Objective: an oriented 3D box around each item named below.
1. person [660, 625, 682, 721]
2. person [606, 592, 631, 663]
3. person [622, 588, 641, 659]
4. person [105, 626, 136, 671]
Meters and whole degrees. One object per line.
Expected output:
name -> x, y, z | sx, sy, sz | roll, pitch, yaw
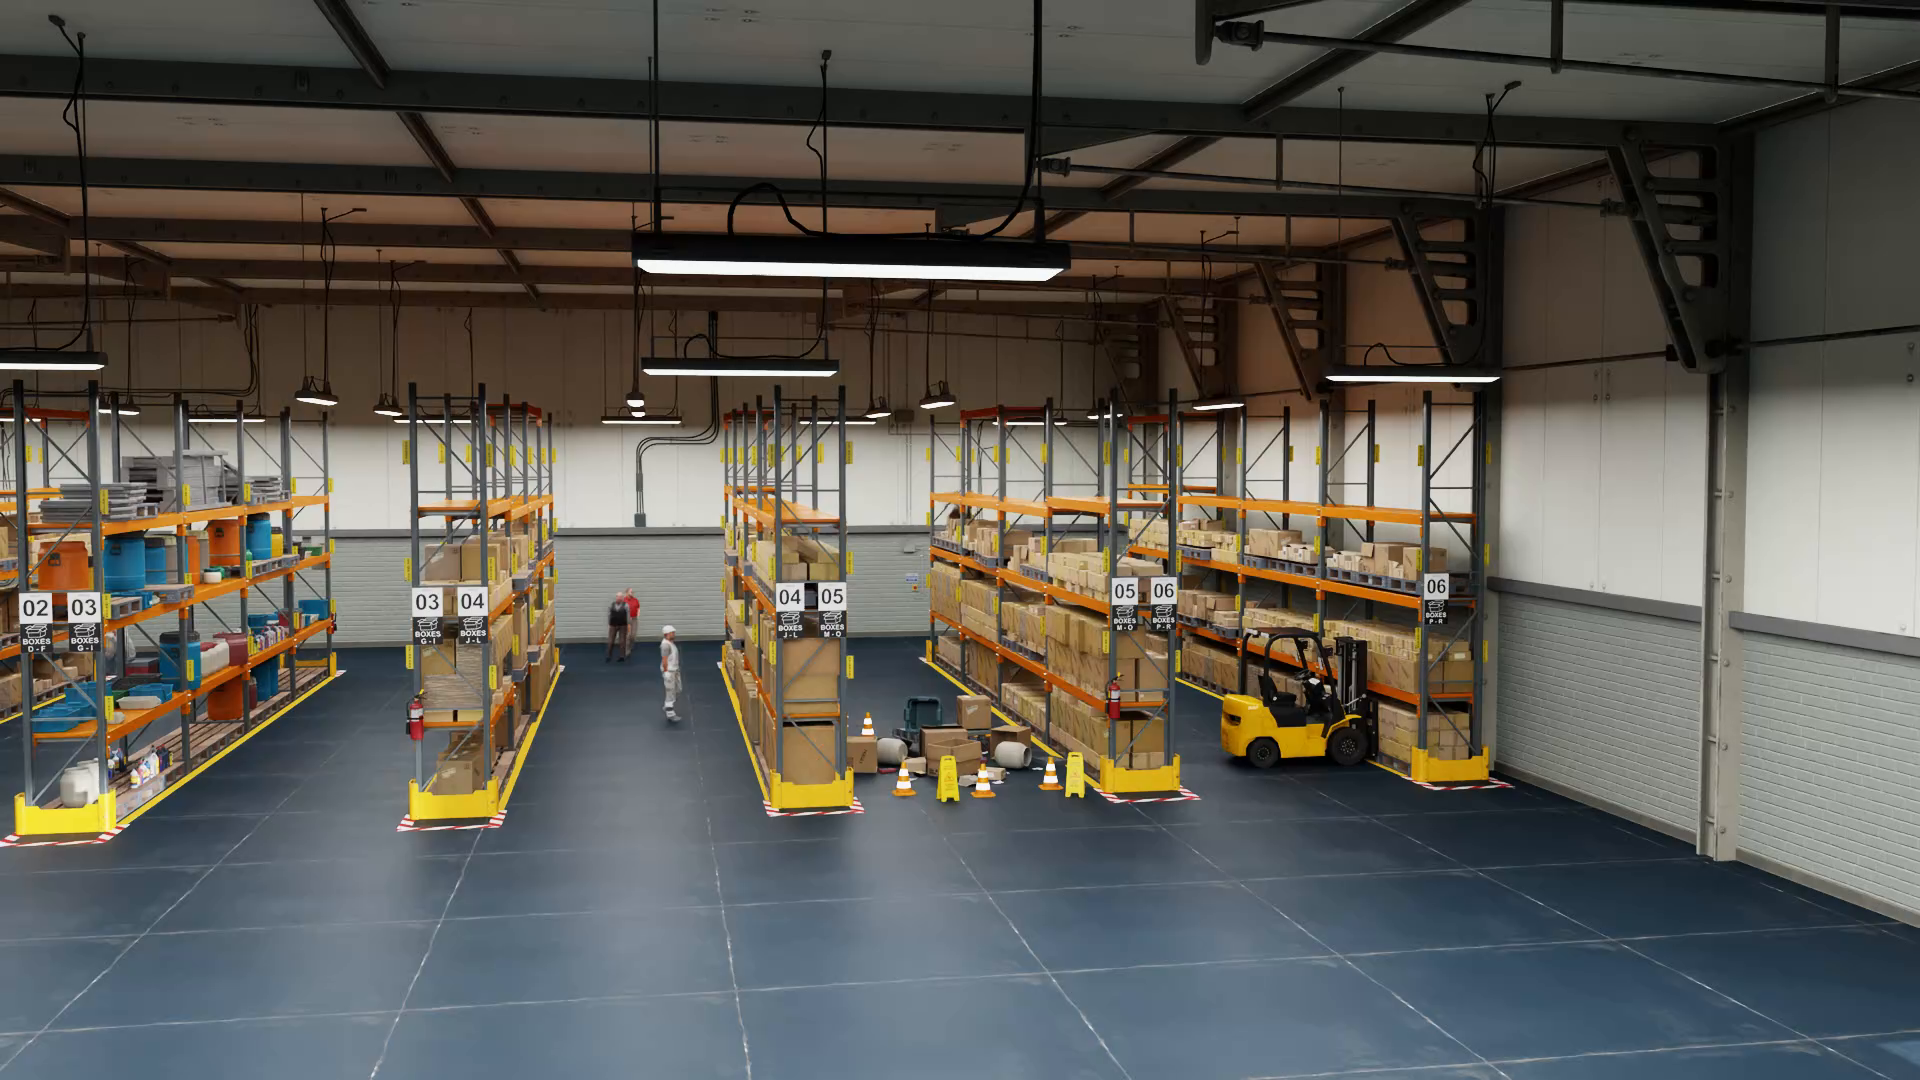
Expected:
person -> -5.493, 2.511, 31.597 | 0.517, 1.795, 0.627 | 0, 3, 10
person -> -8.295, 2.121, 40.364 | 0.620, 1.739, 0.412 | 0, 3, -4
person -> -8.280, 2.071, 41.437 | 0.689, 1.755, 0.765 | -1, 3, -19
person -> -19.252, 2.207, 38.116 | 1.054, 1.736, 0.611 | 0, 3, 9
